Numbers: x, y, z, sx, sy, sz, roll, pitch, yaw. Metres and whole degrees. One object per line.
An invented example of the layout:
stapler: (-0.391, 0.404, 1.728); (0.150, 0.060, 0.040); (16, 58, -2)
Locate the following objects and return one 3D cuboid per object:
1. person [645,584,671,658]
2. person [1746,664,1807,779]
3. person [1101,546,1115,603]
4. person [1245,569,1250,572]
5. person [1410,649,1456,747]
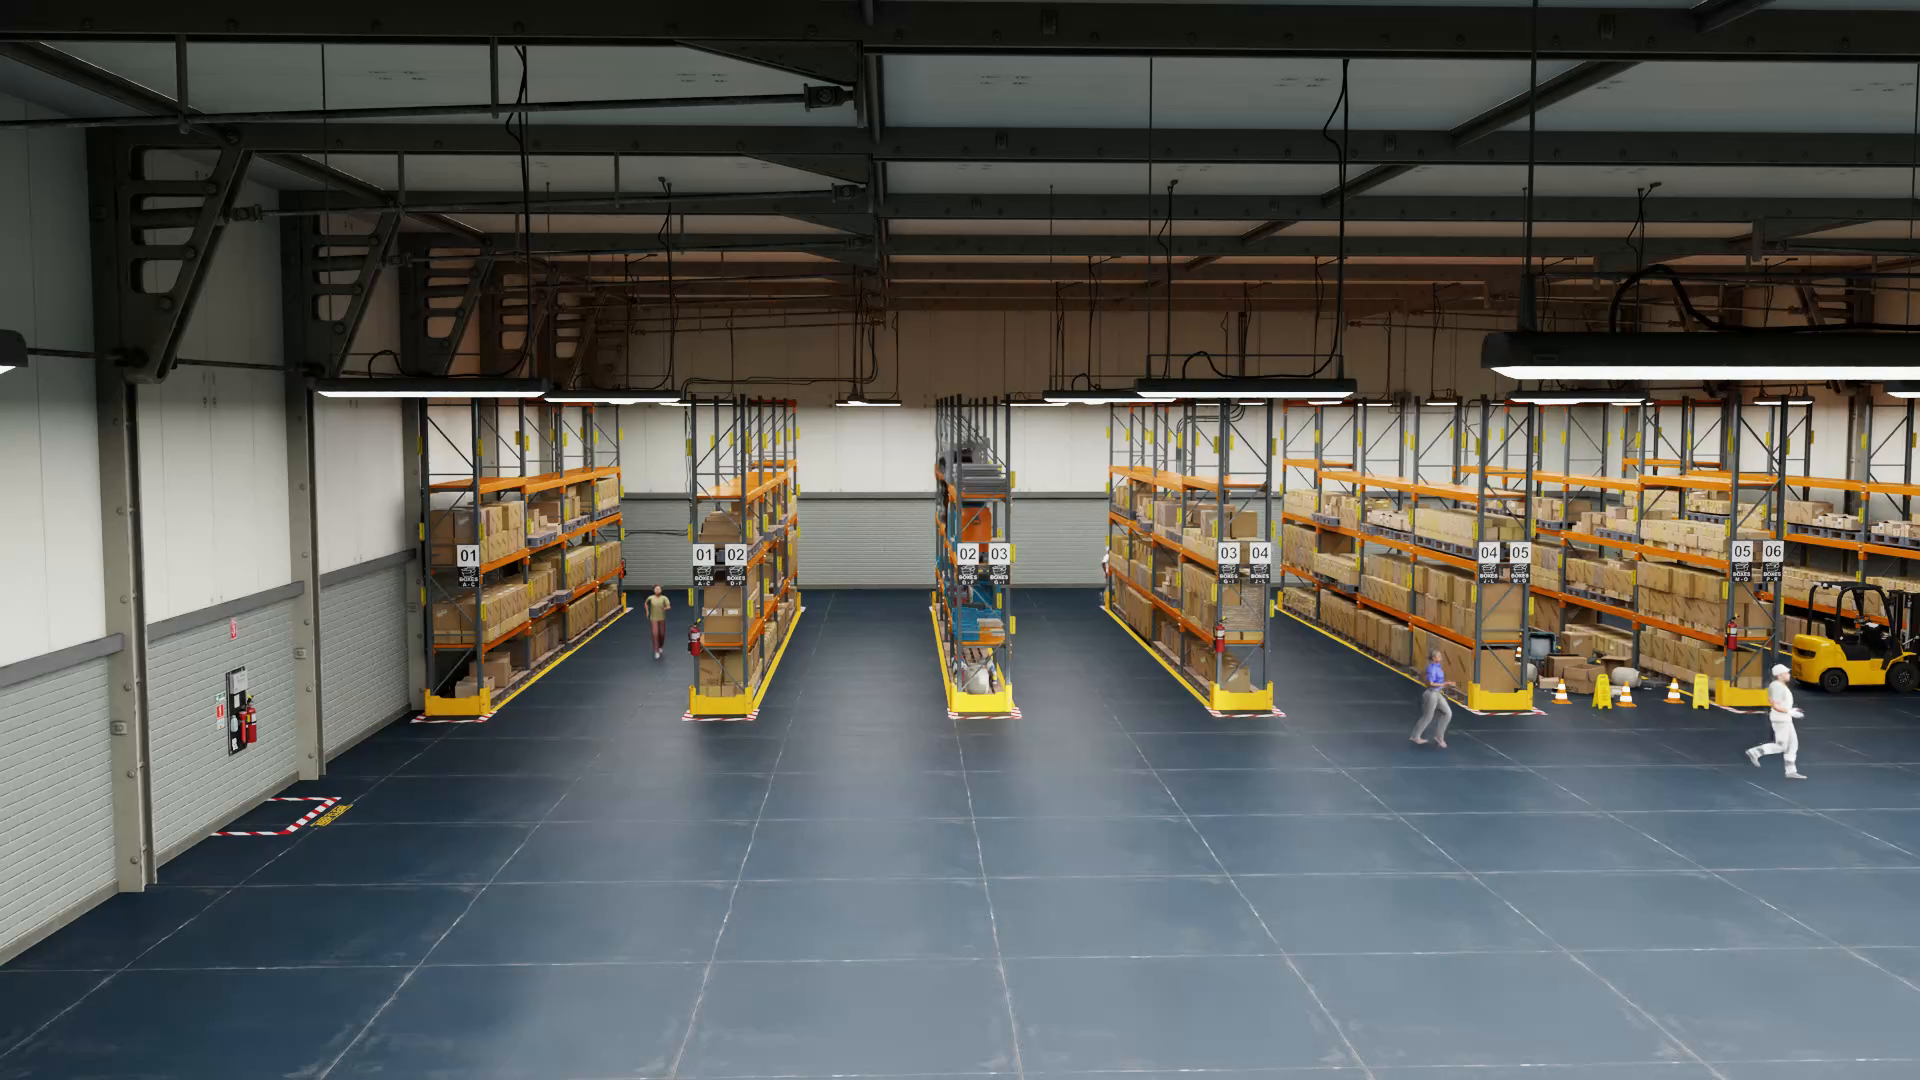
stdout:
person: (-6.965, 1.845, 38.363); (0.574, 1.655, 0.969); (-1, 5, -14)
person: (12.709, 2.812, 25.835); (0.869, 1.772, 0.657); (3, 5, 29)
person: (4.428, 1.013, 48.874); (0.574, 1.719, 0.704); (0, 5, 6)
person: (7.973, 1.254, 45.664); (0.630, 1.824, 0.735); (0, 5, 5)
person: (8.044, 2.690, 28.193); (0.765, 1.695, 0.523); (3, 6, 36)
